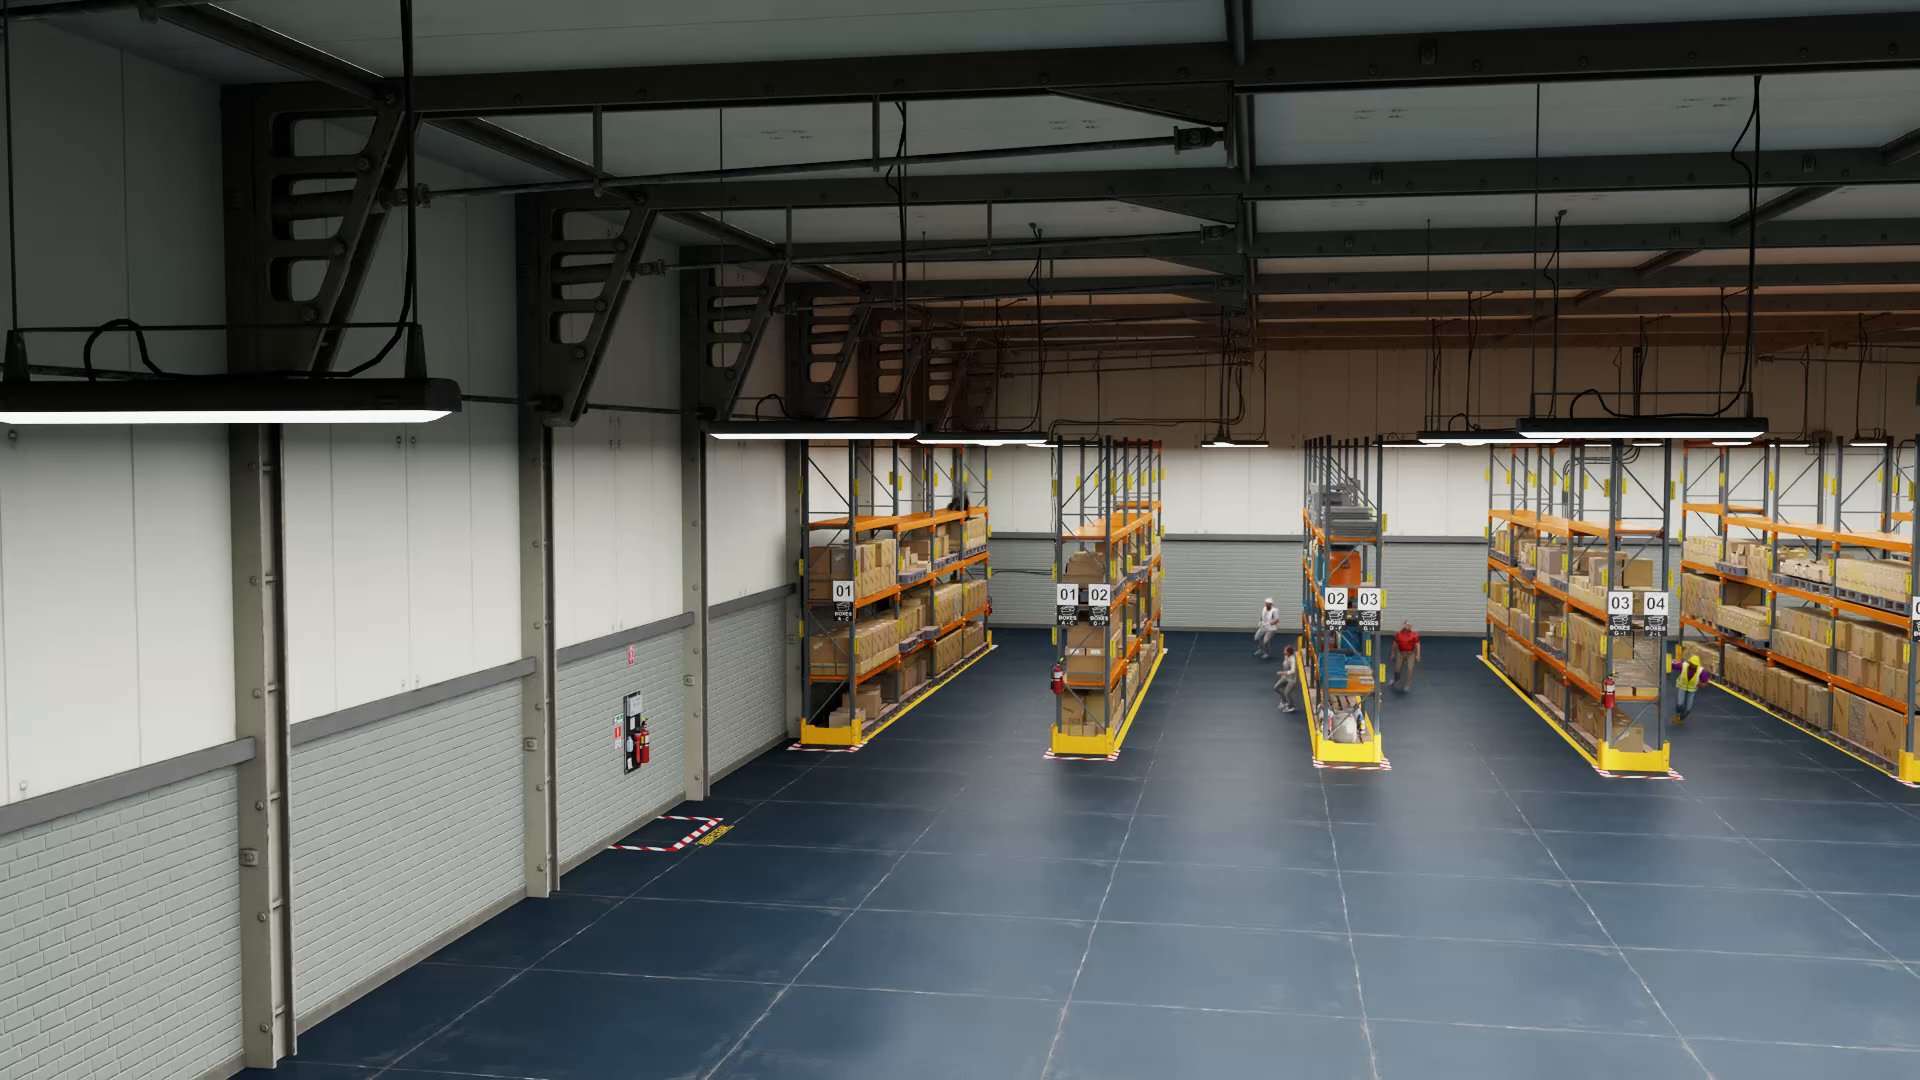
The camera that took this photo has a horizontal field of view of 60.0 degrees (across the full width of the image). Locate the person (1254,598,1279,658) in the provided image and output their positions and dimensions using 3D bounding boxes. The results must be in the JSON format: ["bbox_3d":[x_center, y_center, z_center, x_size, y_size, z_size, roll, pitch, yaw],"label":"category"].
[{"bbox_3d":[8.391,2.430,45.672,0.671,1.687,0.900,-3,4,-41],"label":"person"}]

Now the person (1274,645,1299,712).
[{"bbox_3d":[7.111,3.025,36.197,0.645,1.504,0.720,-1,3,-24],"label":"person"}]

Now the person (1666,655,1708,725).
[{"bbox_3d":[14.979,3.095,34.225,0.702,1.519,1.036,1,3,14],"label":"person"}]

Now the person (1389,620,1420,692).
[{"bbox_3d":[10.563,2.736,39.506,0.716,1.693,0.680,1,3,16],"label":"person"}]
